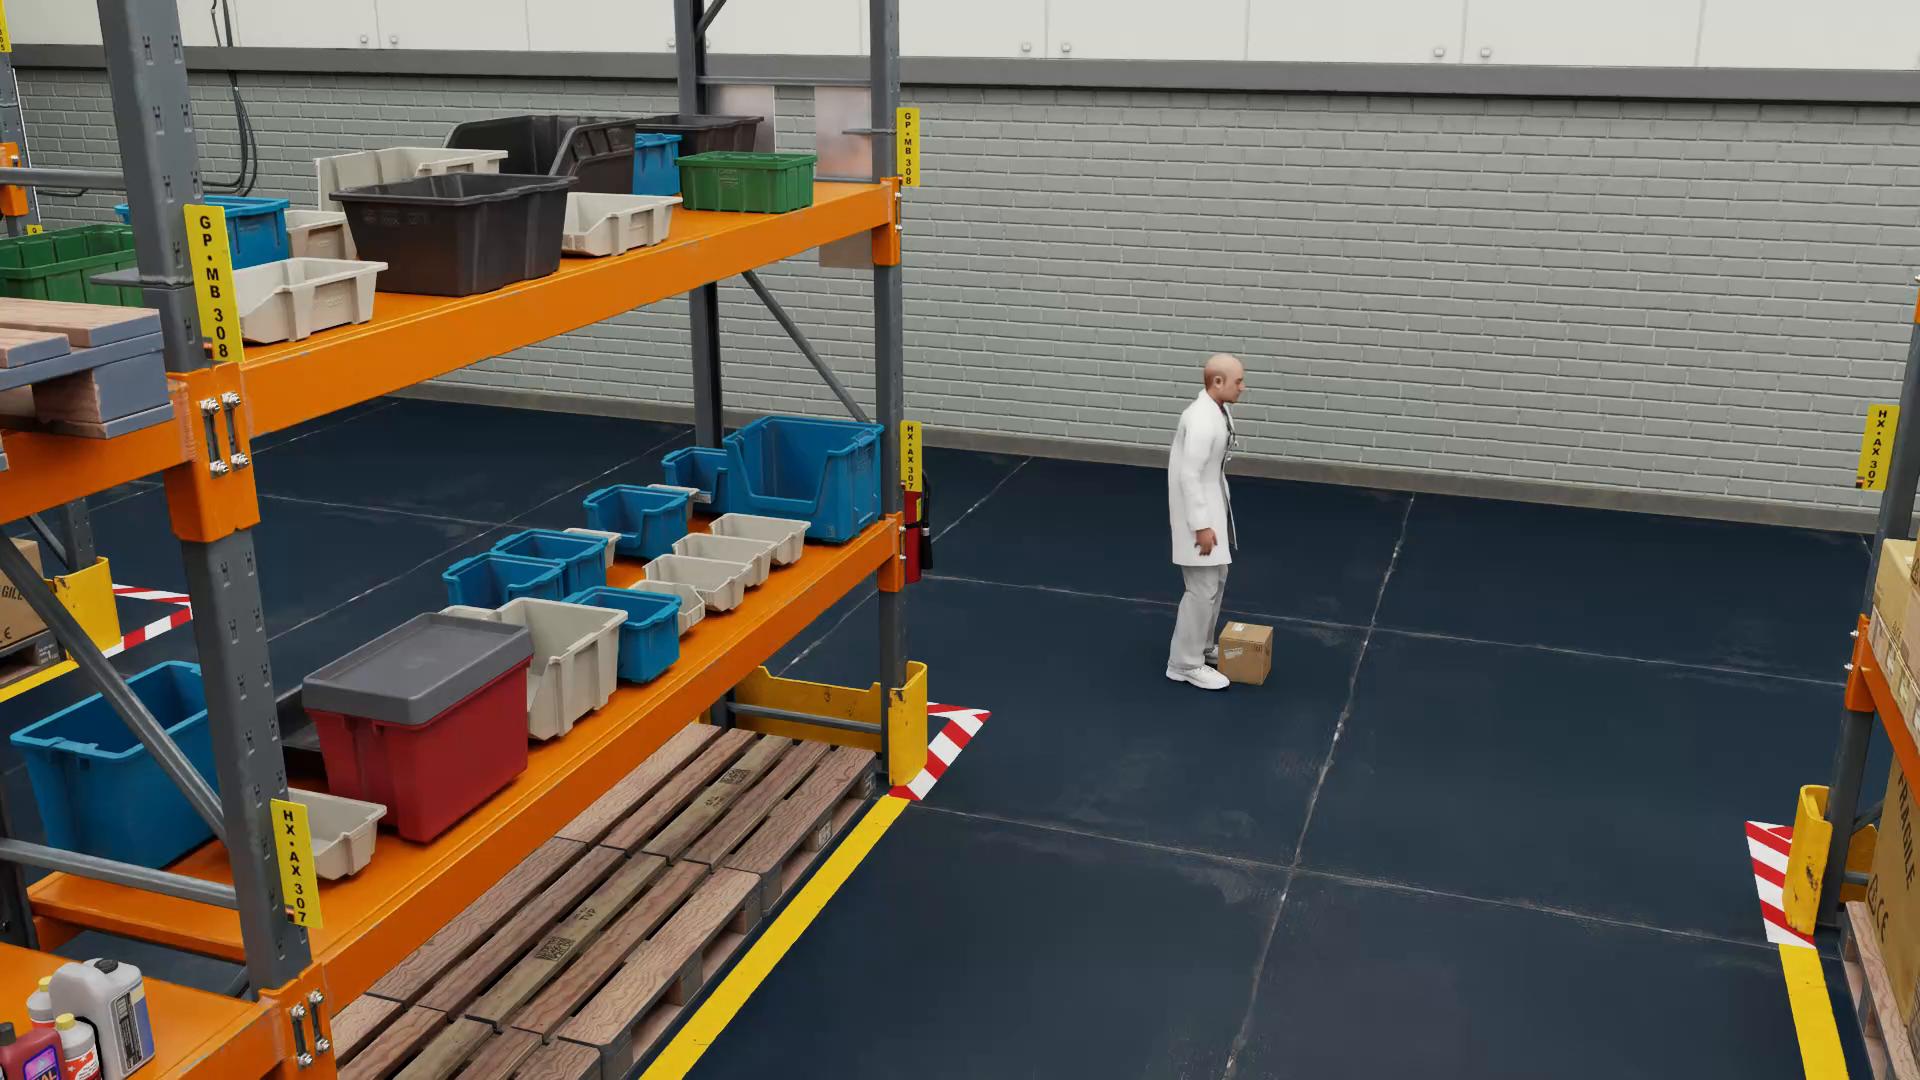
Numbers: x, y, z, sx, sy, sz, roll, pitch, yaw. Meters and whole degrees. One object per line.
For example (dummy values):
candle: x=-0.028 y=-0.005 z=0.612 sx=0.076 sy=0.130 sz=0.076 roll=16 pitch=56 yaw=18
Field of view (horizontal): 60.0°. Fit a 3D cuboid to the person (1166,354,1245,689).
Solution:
person: x=1.330 y=-0.125 z=8.960 sx=0.423 sy=1.775 sz=0.643 roll=6 pitch=19 yaw=19
